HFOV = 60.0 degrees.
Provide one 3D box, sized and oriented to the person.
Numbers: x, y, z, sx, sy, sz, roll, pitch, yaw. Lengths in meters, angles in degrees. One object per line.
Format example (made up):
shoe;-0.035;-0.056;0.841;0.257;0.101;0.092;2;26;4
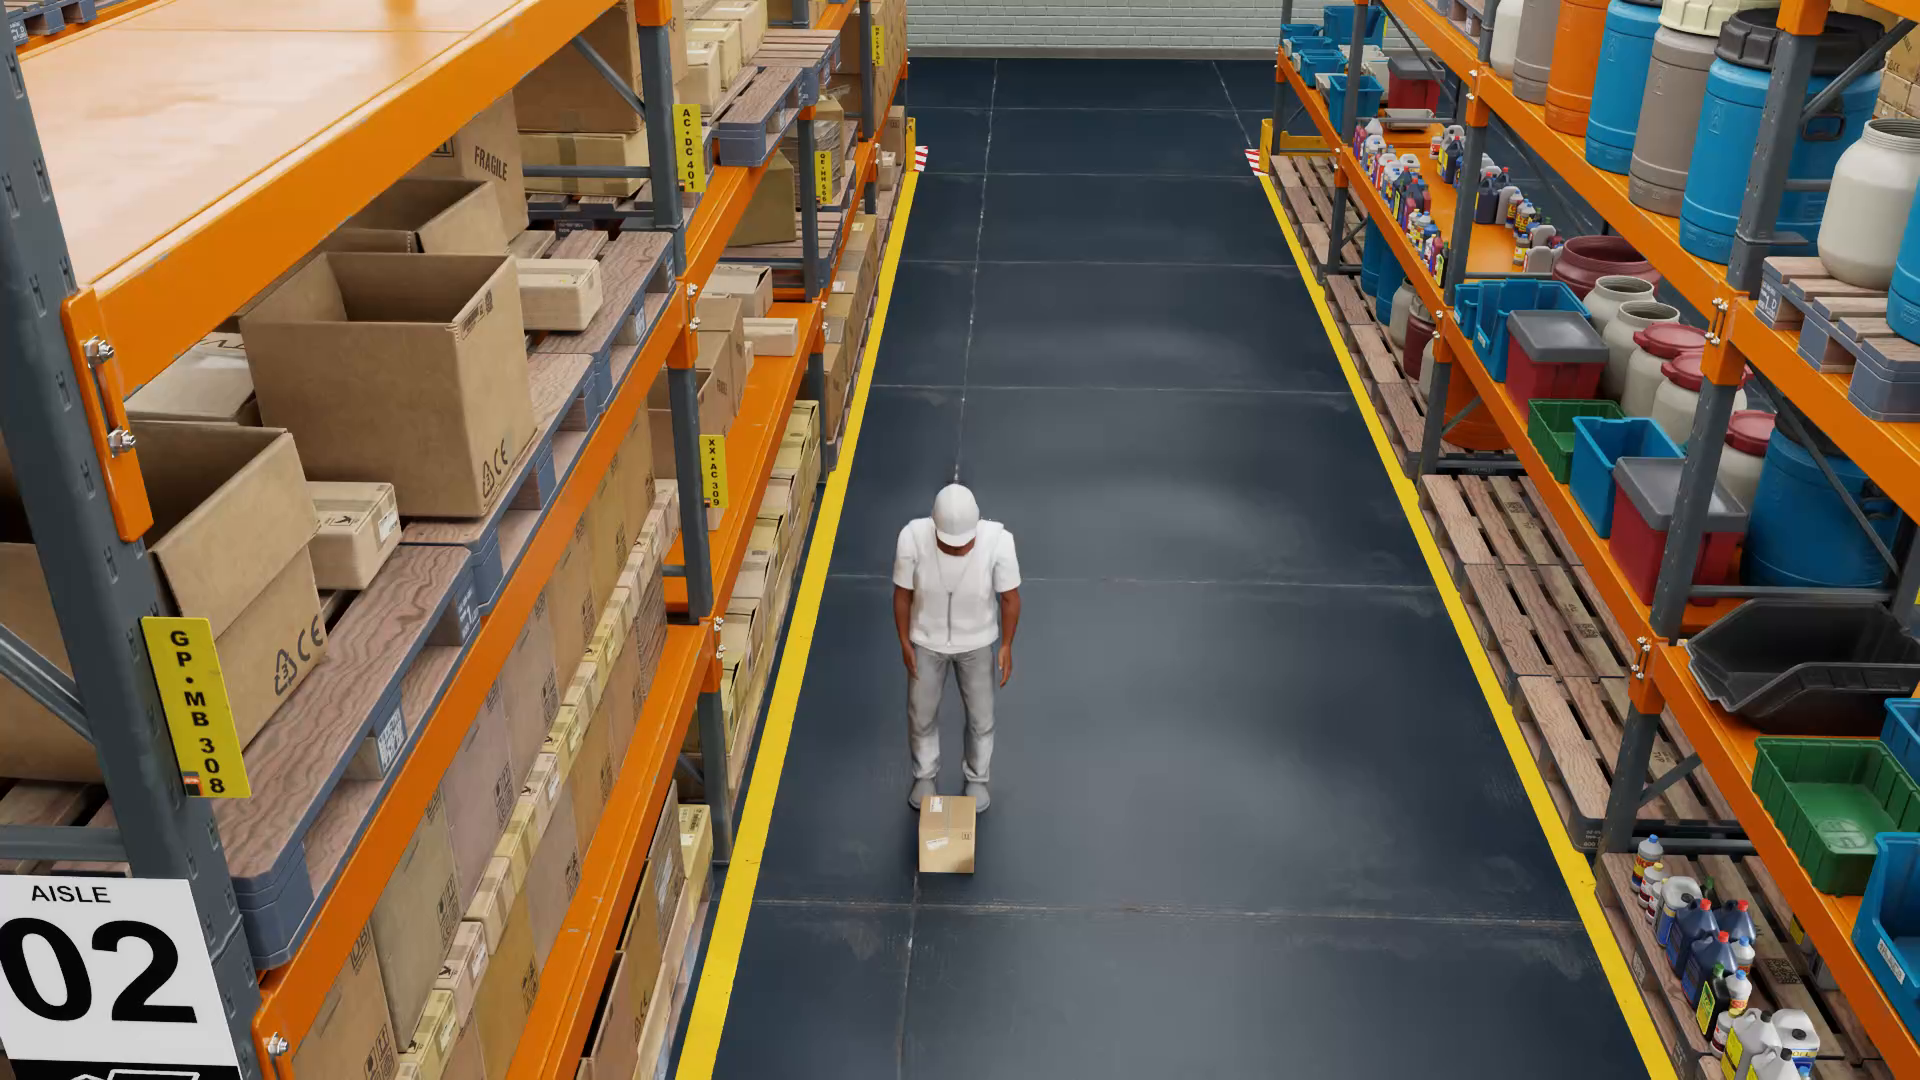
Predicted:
person;-0.018;0.488;7.727;0.591;1.716;0.453;2;28;3
